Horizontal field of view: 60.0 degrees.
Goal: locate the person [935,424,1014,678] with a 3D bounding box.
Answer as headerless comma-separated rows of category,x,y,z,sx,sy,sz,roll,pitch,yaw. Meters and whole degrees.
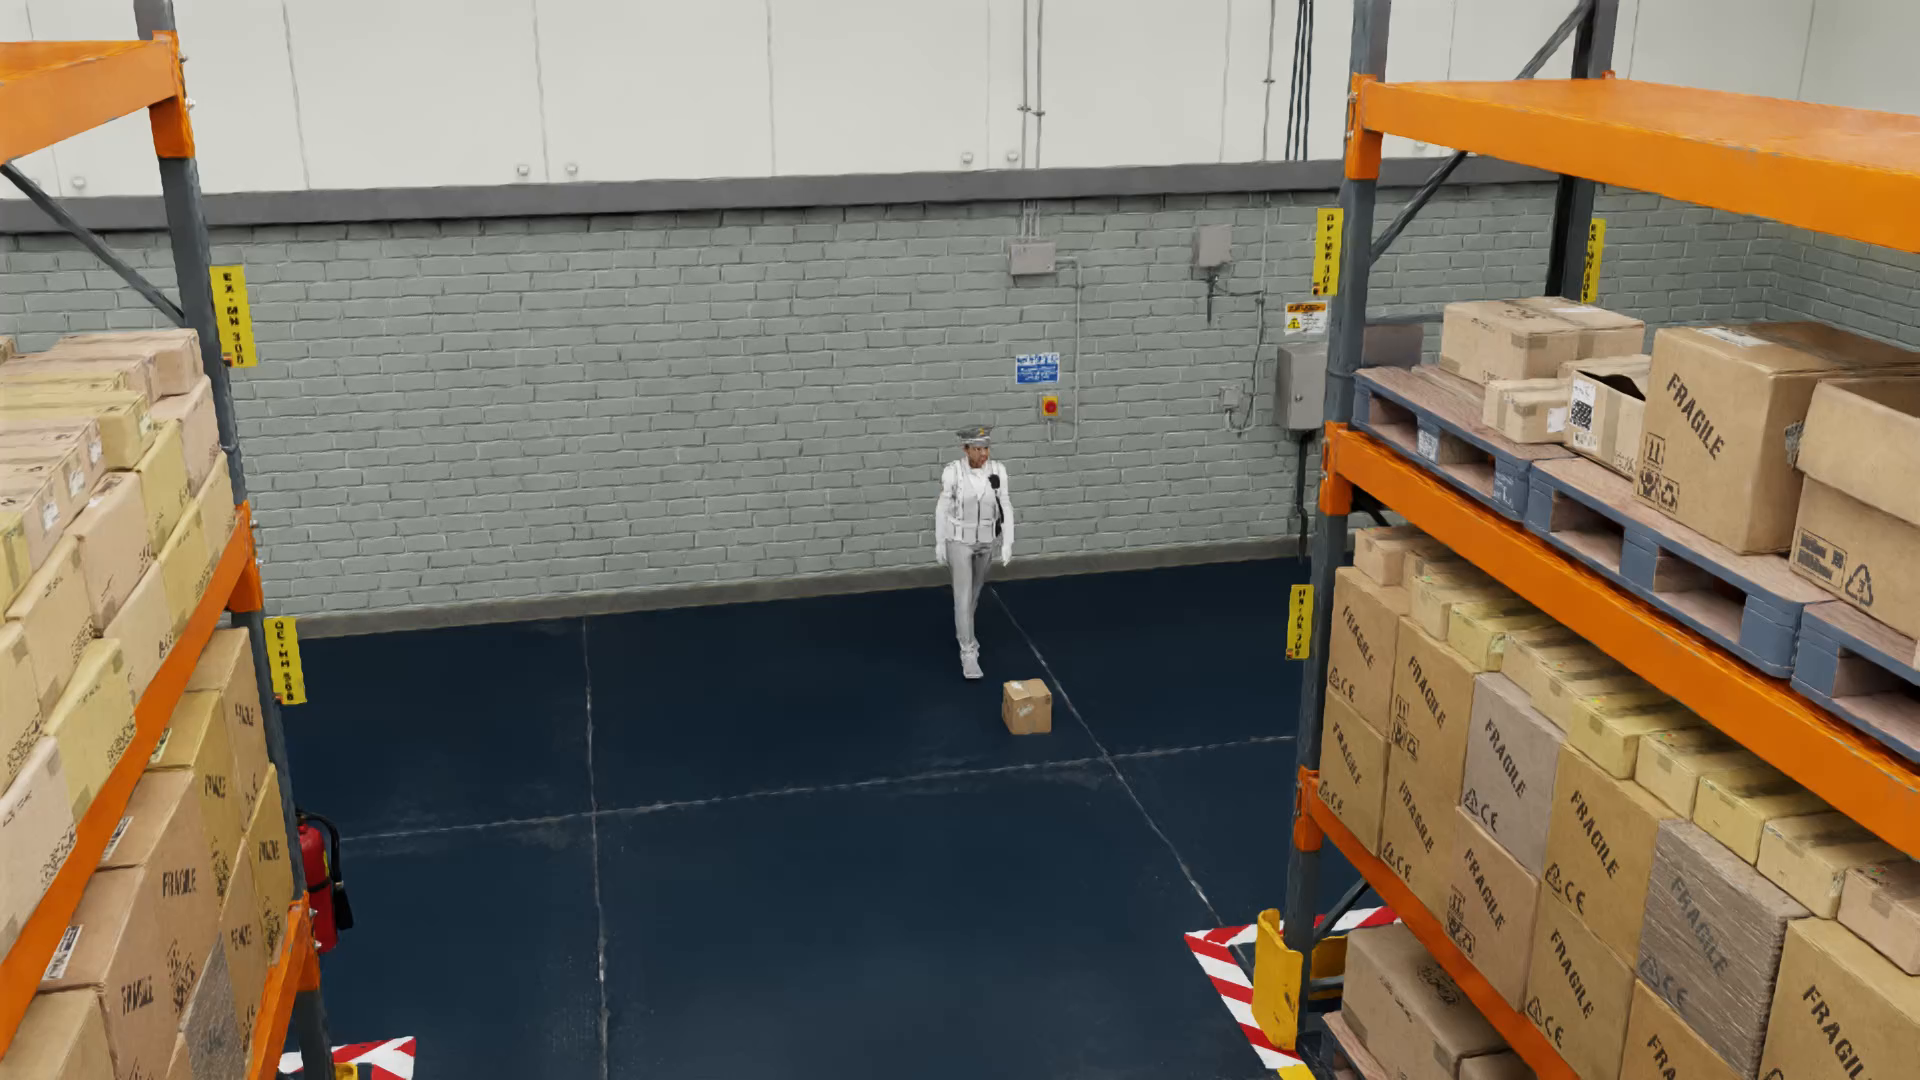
person,0.126,0.023,10.960,0.502,1.635,0.786,-7,21,-19
